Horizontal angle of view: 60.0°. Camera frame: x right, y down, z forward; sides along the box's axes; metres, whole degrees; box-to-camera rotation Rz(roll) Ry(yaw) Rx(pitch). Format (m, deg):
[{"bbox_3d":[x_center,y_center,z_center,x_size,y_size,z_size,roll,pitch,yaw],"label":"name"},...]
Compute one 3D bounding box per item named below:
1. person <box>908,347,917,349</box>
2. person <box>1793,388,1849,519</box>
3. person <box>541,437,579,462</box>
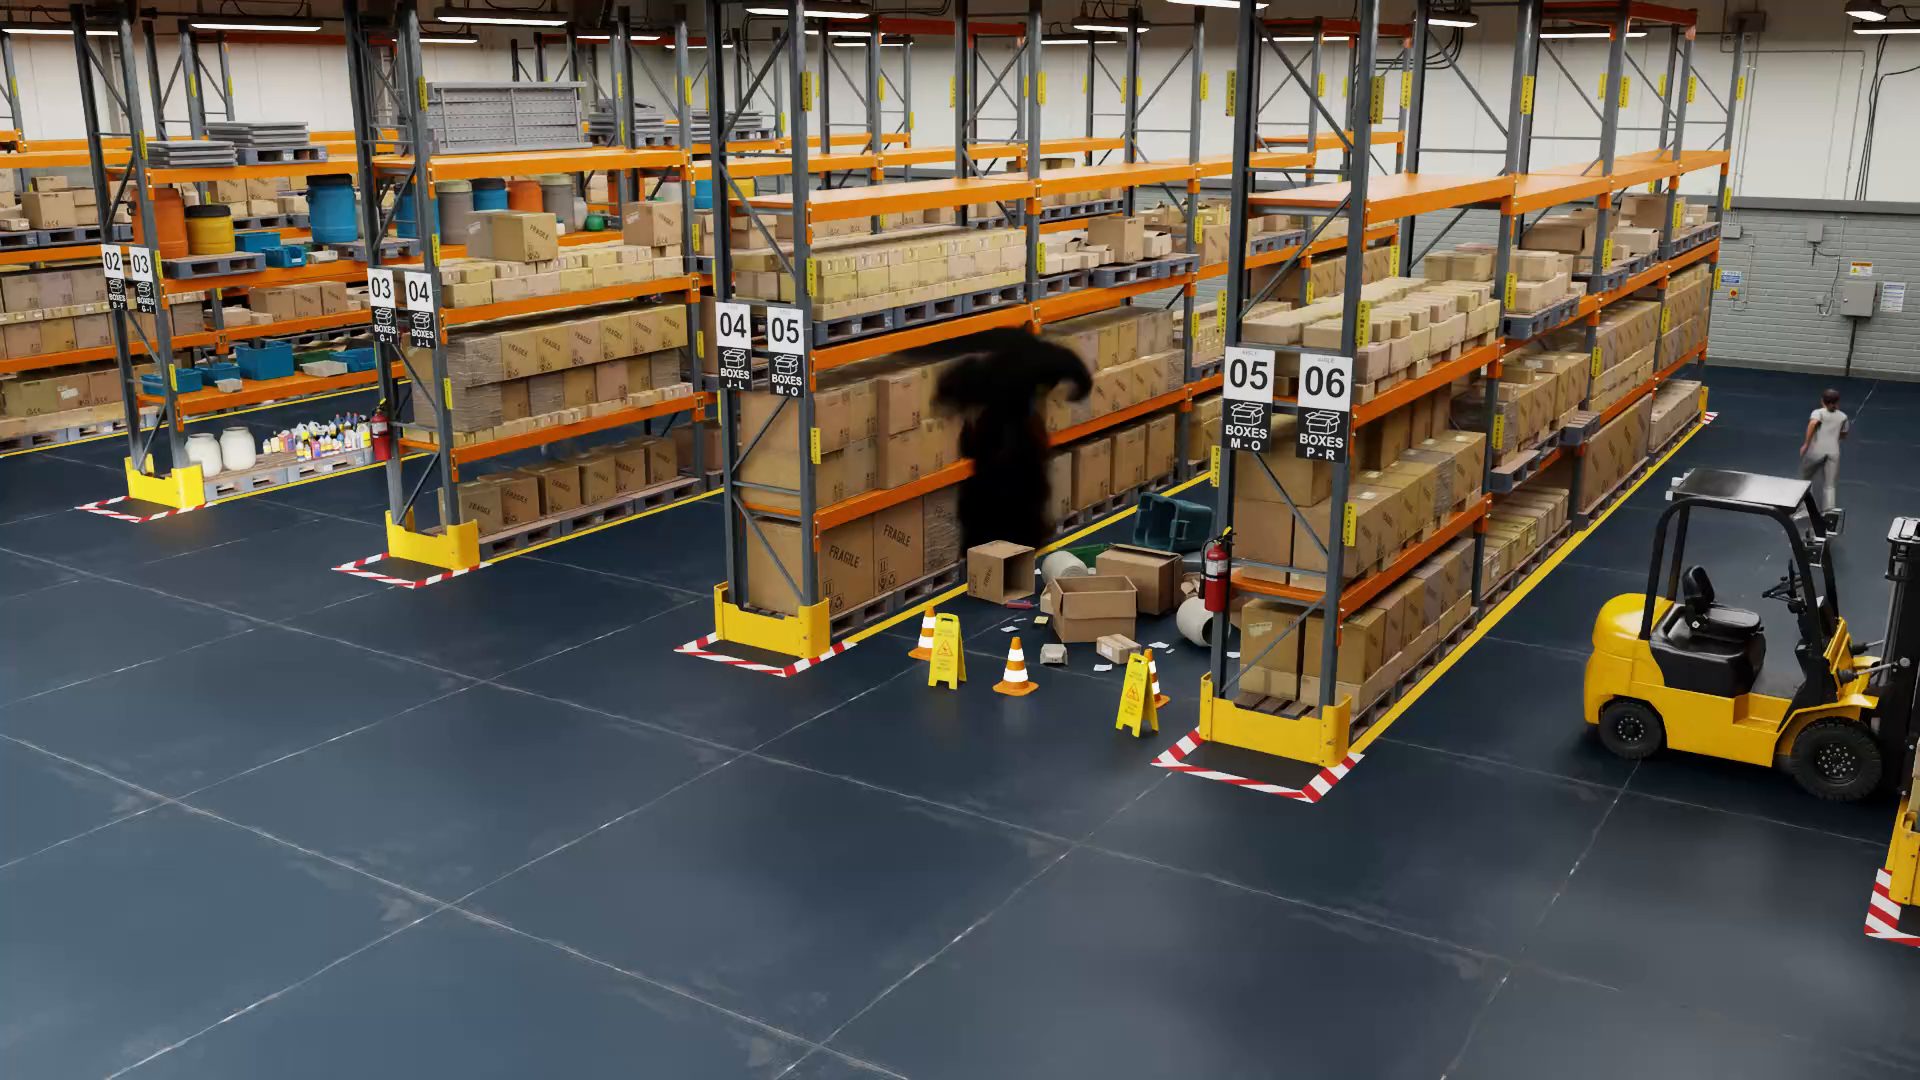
[{"bbox_3d":[-0.760,-2.016,22.244,0.666,1.706,0.725,4,16,13],"label":"person"},{"bbox_3d":[10.212,-0.963,19.688,0.557,1.623,0.940,4,16,12],"label":"person"},{"bbox_3d":[-5.292,-1.535,21.794,0.598,1.580,0.800,4,16,15],"label":"person"}]
